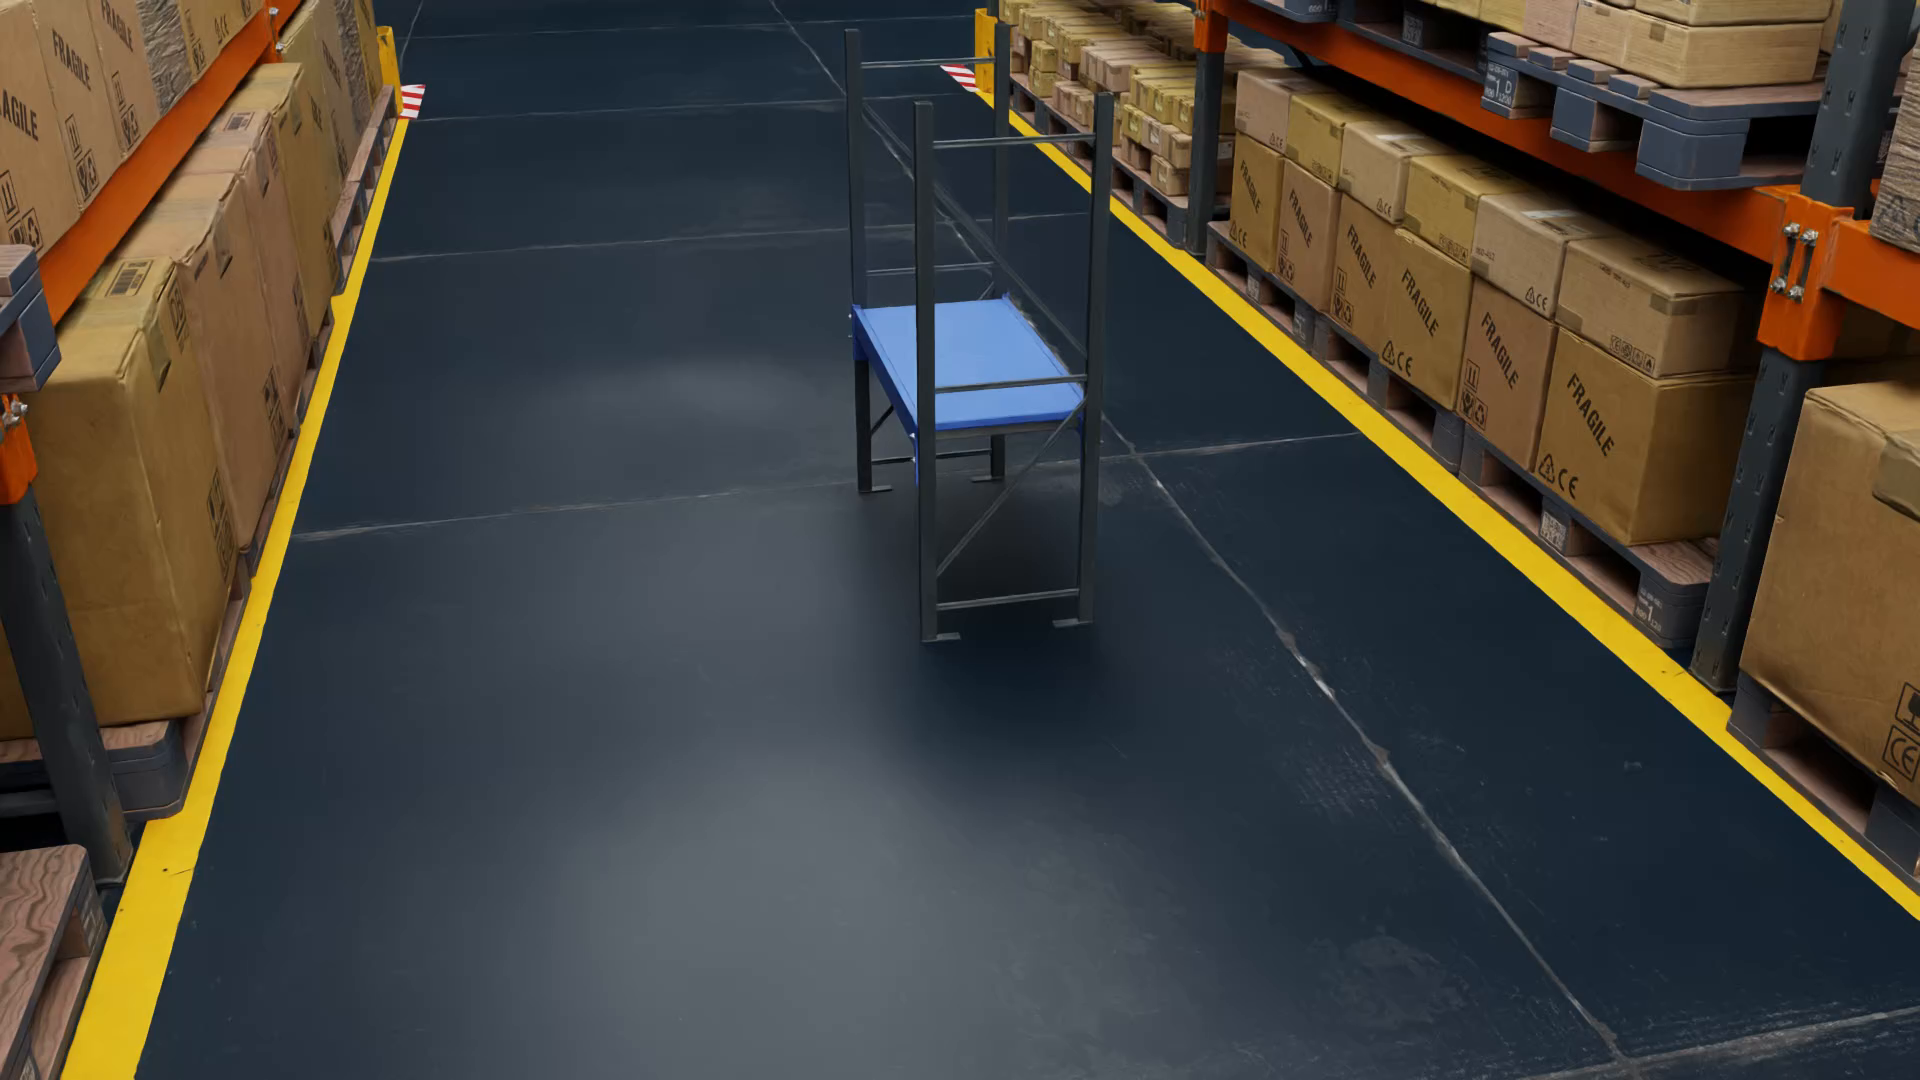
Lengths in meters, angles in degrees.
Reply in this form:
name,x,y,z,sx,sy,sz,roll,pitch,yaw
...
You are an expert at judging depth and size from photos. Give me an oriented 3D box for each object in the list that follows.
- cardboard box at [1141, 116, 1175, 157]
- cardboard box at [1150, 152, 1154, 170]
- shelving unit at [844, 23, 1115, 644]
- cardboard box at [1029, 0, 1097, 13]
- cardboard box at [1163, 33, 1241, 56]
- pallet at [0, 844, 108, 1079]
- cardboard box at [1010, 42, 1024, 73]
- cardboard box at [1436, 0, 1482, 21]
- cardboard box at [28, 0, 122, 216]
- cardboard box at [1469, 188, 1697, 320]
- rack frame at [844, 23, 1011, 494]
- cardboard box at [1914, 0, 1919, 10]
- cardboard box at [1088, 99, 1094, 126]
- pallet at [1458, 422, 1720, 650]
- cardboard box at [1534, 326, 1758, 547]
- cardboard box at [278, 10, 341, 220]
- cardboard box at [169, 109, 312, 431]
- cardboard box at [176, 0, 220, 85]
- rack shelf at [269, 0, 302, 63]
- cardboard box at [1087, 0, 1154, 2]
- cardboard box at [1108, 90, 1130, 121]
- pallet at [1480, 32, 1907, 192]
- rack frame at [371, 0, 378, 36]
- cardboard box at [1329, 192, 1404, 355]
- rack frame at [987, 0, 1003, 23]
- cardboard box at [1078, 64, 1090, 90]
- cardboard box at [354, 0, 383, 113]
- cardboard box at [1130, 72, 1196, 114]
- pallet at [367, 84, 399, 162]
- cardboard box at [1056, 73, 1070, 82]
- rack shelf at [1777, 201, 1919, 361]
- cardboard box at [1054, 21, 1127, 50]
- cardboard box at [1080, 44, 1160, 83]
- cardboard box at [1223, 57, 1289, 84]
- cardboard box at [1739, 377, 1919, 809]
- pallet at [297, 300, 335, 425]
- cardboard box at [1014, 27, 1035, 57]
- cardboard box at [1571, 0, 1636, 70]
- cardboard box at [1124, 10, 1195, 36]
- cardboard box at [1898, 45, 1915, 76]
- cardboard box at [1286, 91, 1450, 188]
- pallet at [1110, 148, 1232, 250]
name,x,y,z,sx,sy,sz,roll,pitch,yaw
cardboard box,1.129,-2.028,8.307,0.380,0.149,0.250,-7,28,-14
cardboard box,1.185,-1.932,8.447,0.380,0.149,0.250,-5,27,-10
shelving unit,0.019,-0.632,4.838,0.538,1.500,1.048,-6,27,-12
cardboard box,0.648,-3.320,10.537,0.380,0.149,0.250,-5,27,-11
cardboard box,1.380,-2.798,9.503,0.380,0.149,0.250,-6,27,-11
pallet,-2.196,1.046,2.943,1.003,0.211,1.213,-6,27,-12
cardboard box,0.487,-3.165,10.890,0.380,0.149,0.250,-5,27,-11
cardboard box,1.698,-1.696,5.094,0.380,0.149,0.250,-7,28,-14
cardboard box,-2.334,-1.054,3.897,0.500,0.500,0.500,-7,28,-13
cardboard box,1.950,-0.902,5.183,0.500,0.250,0.500,-6,27,-11
rack frame,-0.095,-0.855,5.280,0.500,1.500,0.032,-6,27,-12
cardboard box,2.571,-1.442,4.260,0.380,0.149,0.250,-5,27,-9
cardboard box,0.936,-2.385,9.344,0.380,0.149,0.250,-5,27,-11
pallet,2.310,-0.099,5.213,1.003,0.211,1.213,-6,27,-12
cardboard box,2.081,-0.335,4.893,0.500,0.500,0.500,-6,27,-12
cardboard box,-3.343,-1.835,7.448,0.875,0.875,0.875,-6,27,-12
cardboard box,-2.906,-0.866,5.528,1.225,0.875,0.875,-7,28,-13
cardboard box,-2.672,-1.718,5.214,0.500,0.500,0.500,-6,27,-12
rack shelf,-3.723,-2.855,8.375,1.077,0.370,4.000,-6,27,-12
cardboard box,1.047,-3.487,10.867,0.380,0.149,0.250,-6,27,-11
cardboard box,1.014,-2.374,8.992,0.380,0.149,0.250,-5,27,-10
pallet,2.220,-1.217,4.546,1.213,0.211,1.003,-6,27,-12
rack frame,-4.174,-4.054,9.952,1.000,3.000,0.127,-6,27,-12
cardboard box,1.743,-1.017,6.243,0.500,0.500,0.500,-5,27,-11
rack frame,0.681,-4.513,10.862,1.000,3.000,0.127,-6,27,-12
cardboard box,0.903,-2.735,9.707,0.380,0.149,0.250,-5,27,-9
cardboard box,-3.952,-3.020,9.796,0.875,0.875,0.875,-6,27,-12
cardboard box,1.090,-2.284,8.483,0.380,0.149,0.250,-6,27,-12
pallet,-3.917,-2.466,9.901,1.003,0.211,1.213,-6,27,-12
cardboard box,0.790,-2.725,10.017,0.380,0.149,0.250,-6,27,-11
rack shelf,2.935,0.198,2.327,1.077,0.370,4.000,-6,27,-12
cardboard box,0.770,-2.973,9.849,0.380,0.149,0.250,-5,27,-10
cardboard box,0.883,-2.632,9.174,0.380,0.149,0.250,-7,28,-13
cardboard box,1.517,-2.455,8.822,0.380,0.149,0.250,-7,28,-13
cardboard box,2.534,0.092,3.769,1.050,0.750,0.750,-6,27,-12
pallet,-3.025,-0.722,6.446,1.003,0.211,1.213,-6,27,-12
cardboard box,0.556,-3.179,10.586,0.380,0.149,0.250,-6,27,-12
cardboard box,1.871,-1.355,4.419,0.380,0.149,0.250,-6,27,-12
cardboard box,1.227,-3.150,10.199,0.380,0.149,0.250,-7,28,-14
cardboard box,2.580,-1.293,4.296,0.380,0.149,0.250,-6,27,-12
cardboard box,1.614,-1.579,6.525,0.500,0.250,0.500,-5,27,-10
pallet,1.397,-1.803,8.589,1.003,0.211,1.213,-6,27,-12
